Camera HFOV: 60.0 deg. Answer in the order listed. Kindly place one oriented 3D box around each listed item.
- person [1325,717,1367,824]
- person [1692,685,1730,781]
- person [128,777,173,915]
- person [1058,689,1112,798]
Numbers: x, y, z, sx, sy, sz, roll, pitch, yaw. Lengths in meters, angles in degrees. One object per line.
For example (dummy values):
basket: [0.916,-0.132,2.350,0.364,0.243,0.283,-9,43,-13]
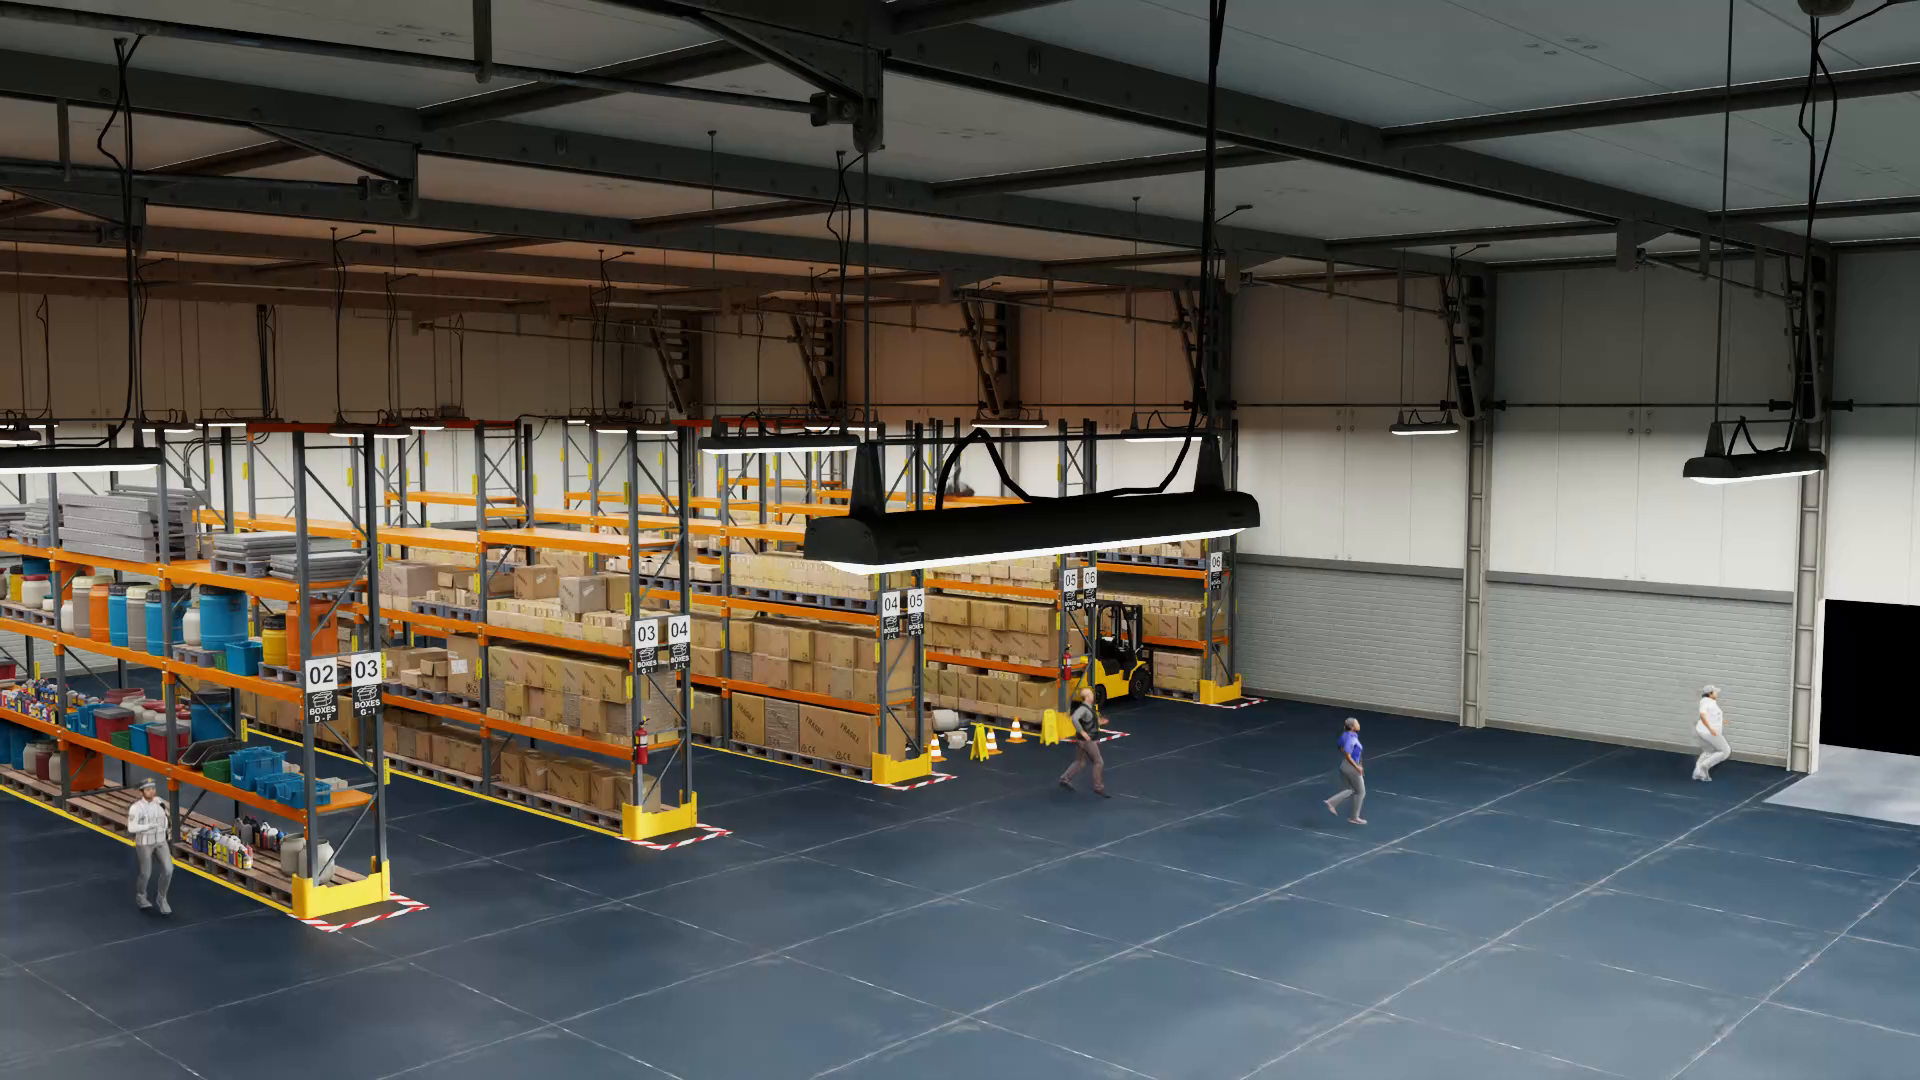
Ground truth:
person: [5.835,3.482,25.095,0.647,1.639,0.576,0,5,-4]
person: [12.620,3.235,27.877,0.567,1.626,0.593,1,5,8]
person: [-10.030,3.802,20.665,0.684,1.728,0.589,4,6,39]
person: [2.016,3.278,26.823,0.845,1.774,0.647,0,5,-2]
